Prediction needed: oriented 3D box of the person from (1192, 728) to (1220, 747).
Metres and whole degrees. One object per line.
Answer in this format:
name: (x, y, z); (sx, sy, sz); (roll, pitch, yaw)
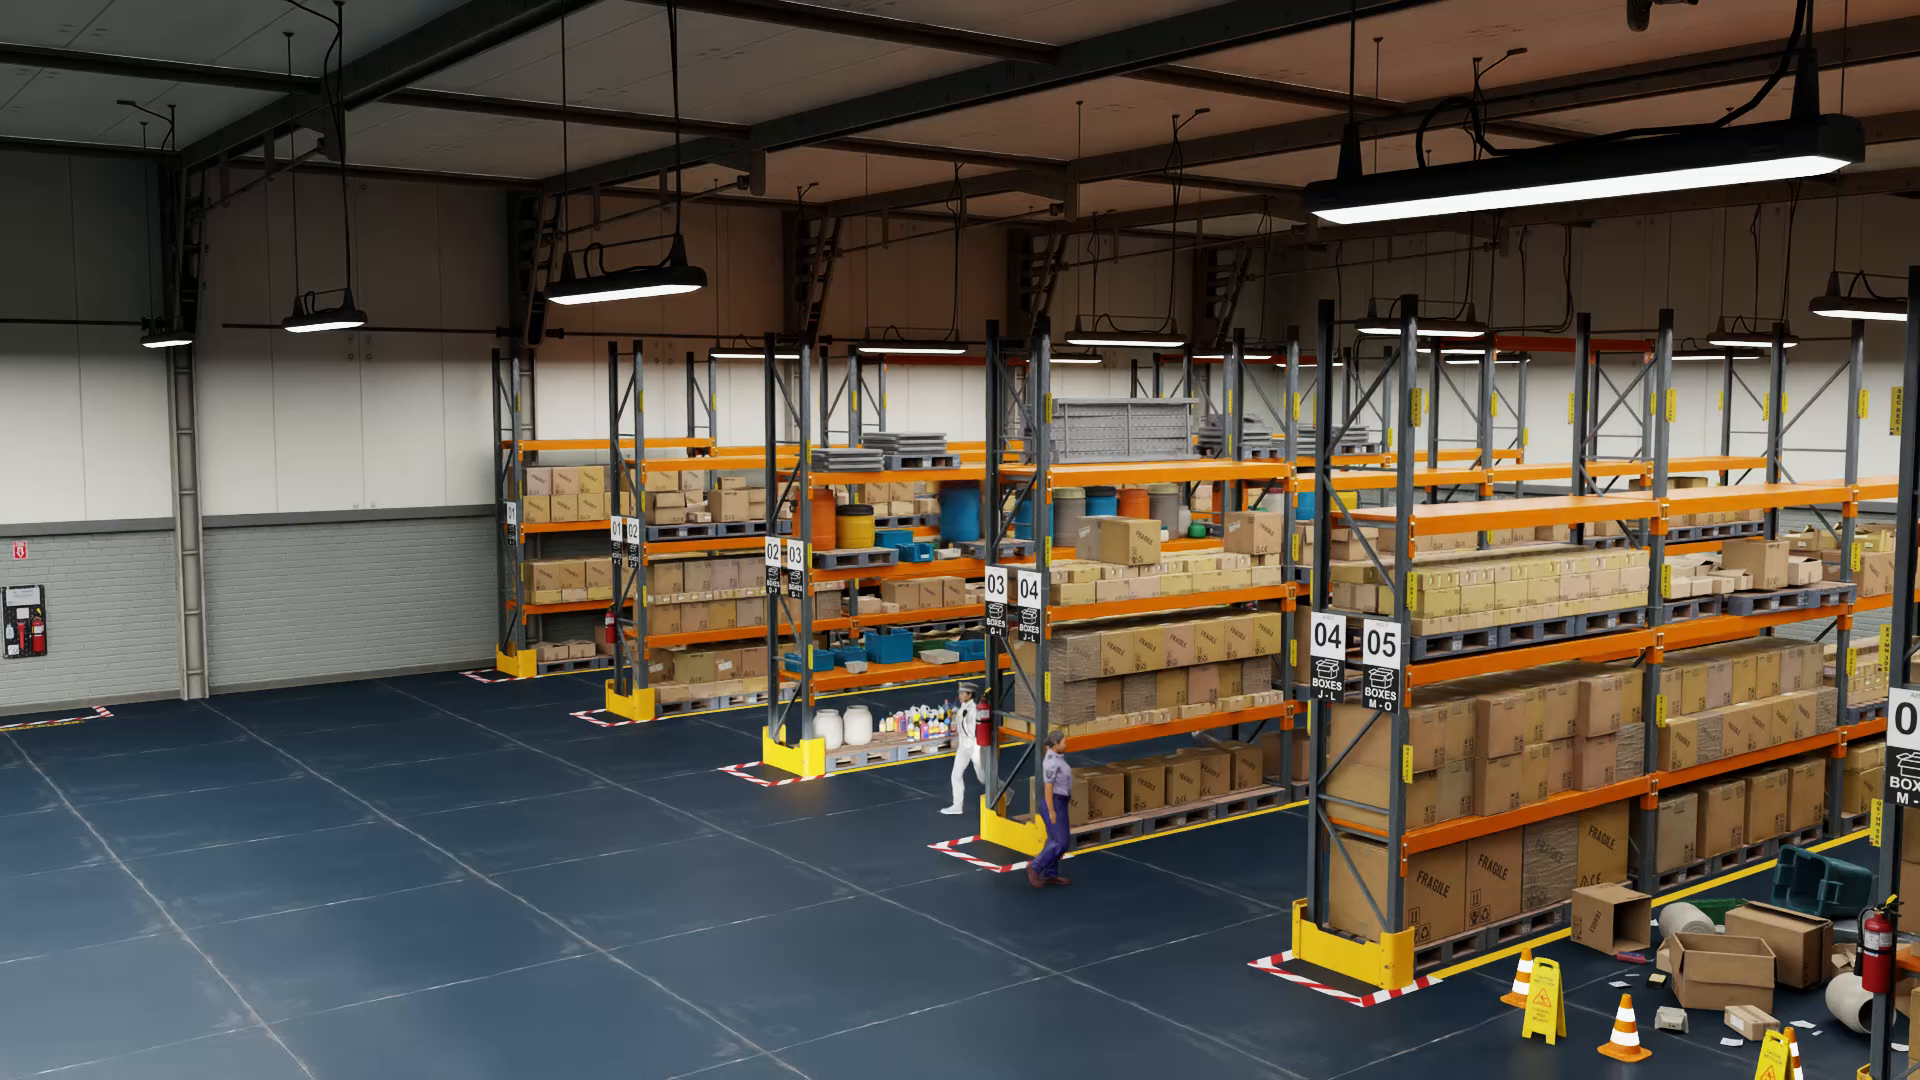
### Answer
person: (3.457, 2.411, 22.938); (0.696, 1.492, 0.610); (-2, 6, -26)

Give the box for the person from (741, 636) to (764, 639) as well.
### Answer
person: (-3.838, 1.579, 30.790); (0.660, 1.708, 1.077); (5, 7, 44)

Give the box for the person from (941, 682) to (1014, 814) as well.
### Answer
person: (0.200, 2.546, 20.491); (0.926, 1.636, 0.508); (-2, 6, -25)

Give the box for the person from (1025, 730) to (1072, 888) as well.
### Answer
person: (0.934, 2.821, 17.470); (0.470, 1.645, 0.597); (1, 5, 7)
